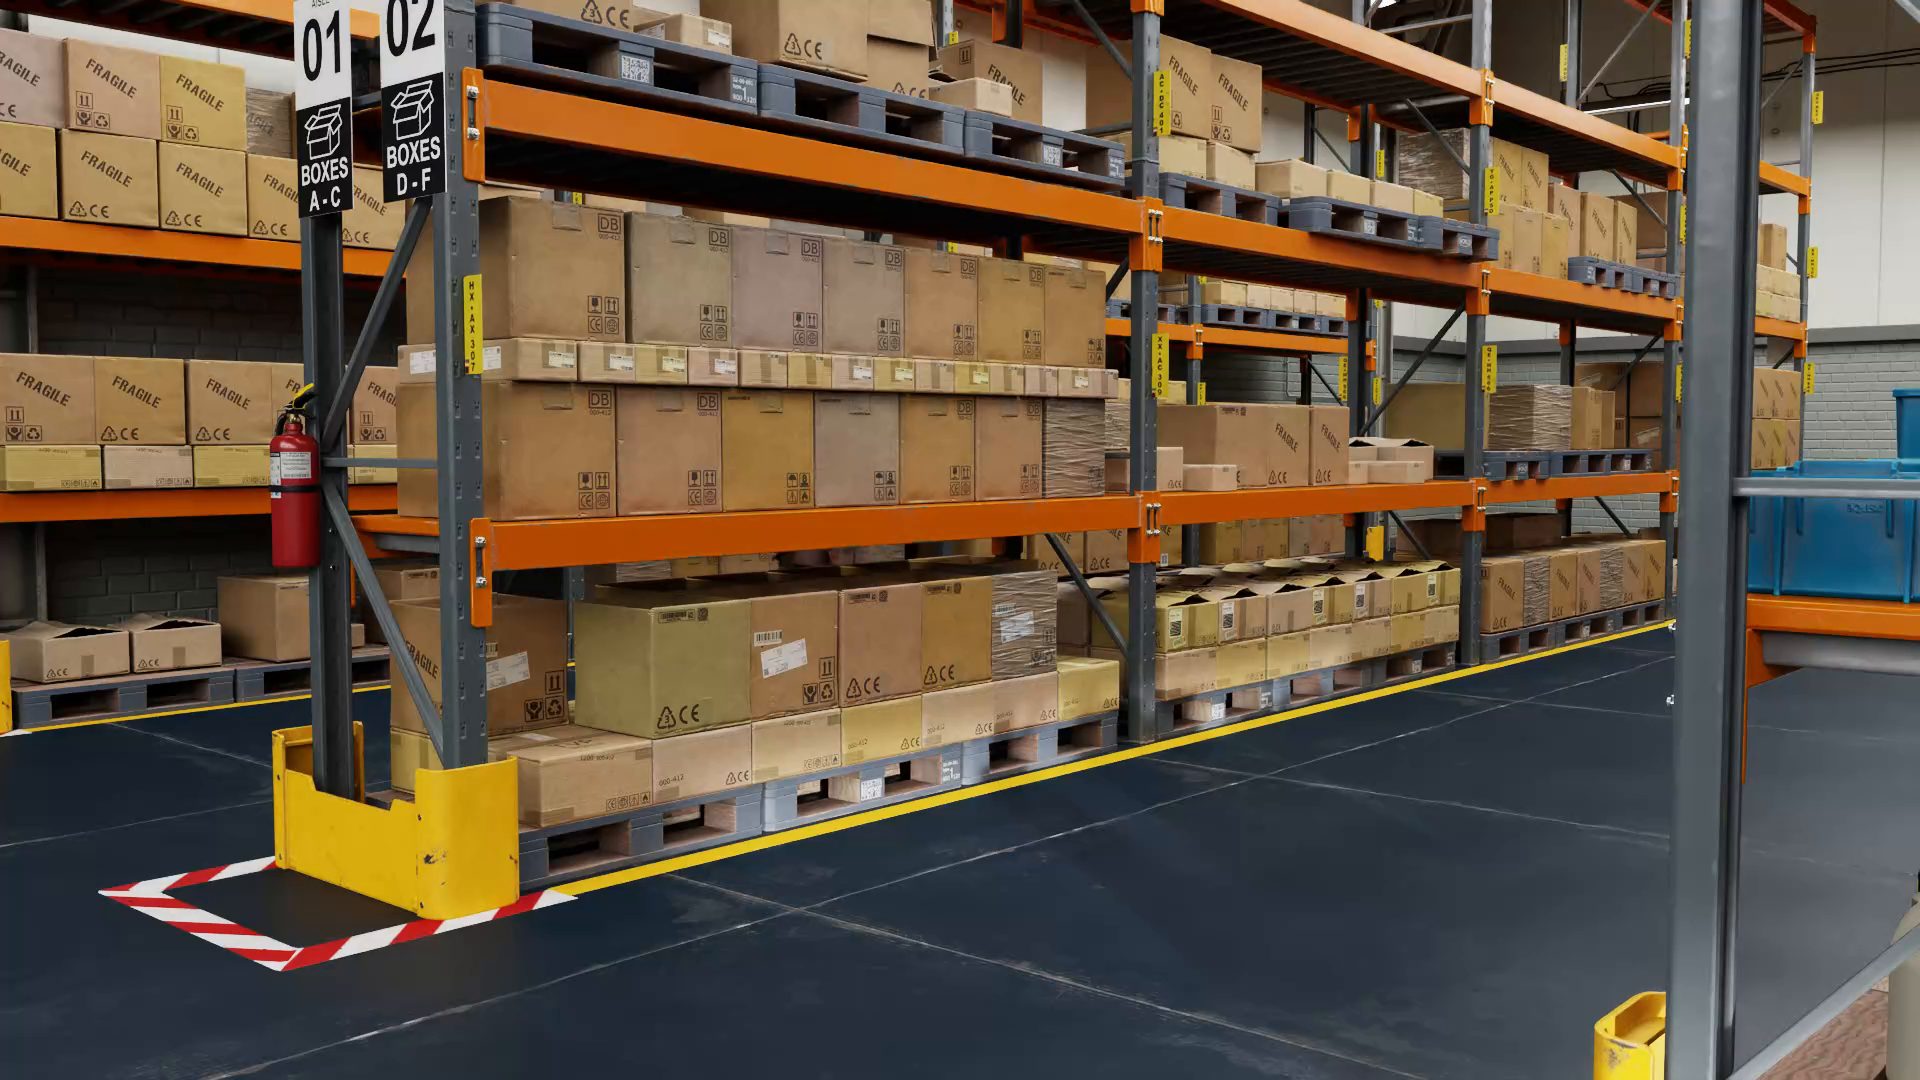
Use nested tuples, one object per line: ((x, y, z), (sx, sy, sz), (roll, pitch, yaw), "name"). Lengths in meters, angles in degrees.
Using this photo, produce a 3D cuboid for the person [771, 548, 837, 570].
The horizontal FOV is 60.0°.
((-1.035, -0.031, 11.866), (0.686, 1.761, 0.576), (-3, 5, -44), "person")
